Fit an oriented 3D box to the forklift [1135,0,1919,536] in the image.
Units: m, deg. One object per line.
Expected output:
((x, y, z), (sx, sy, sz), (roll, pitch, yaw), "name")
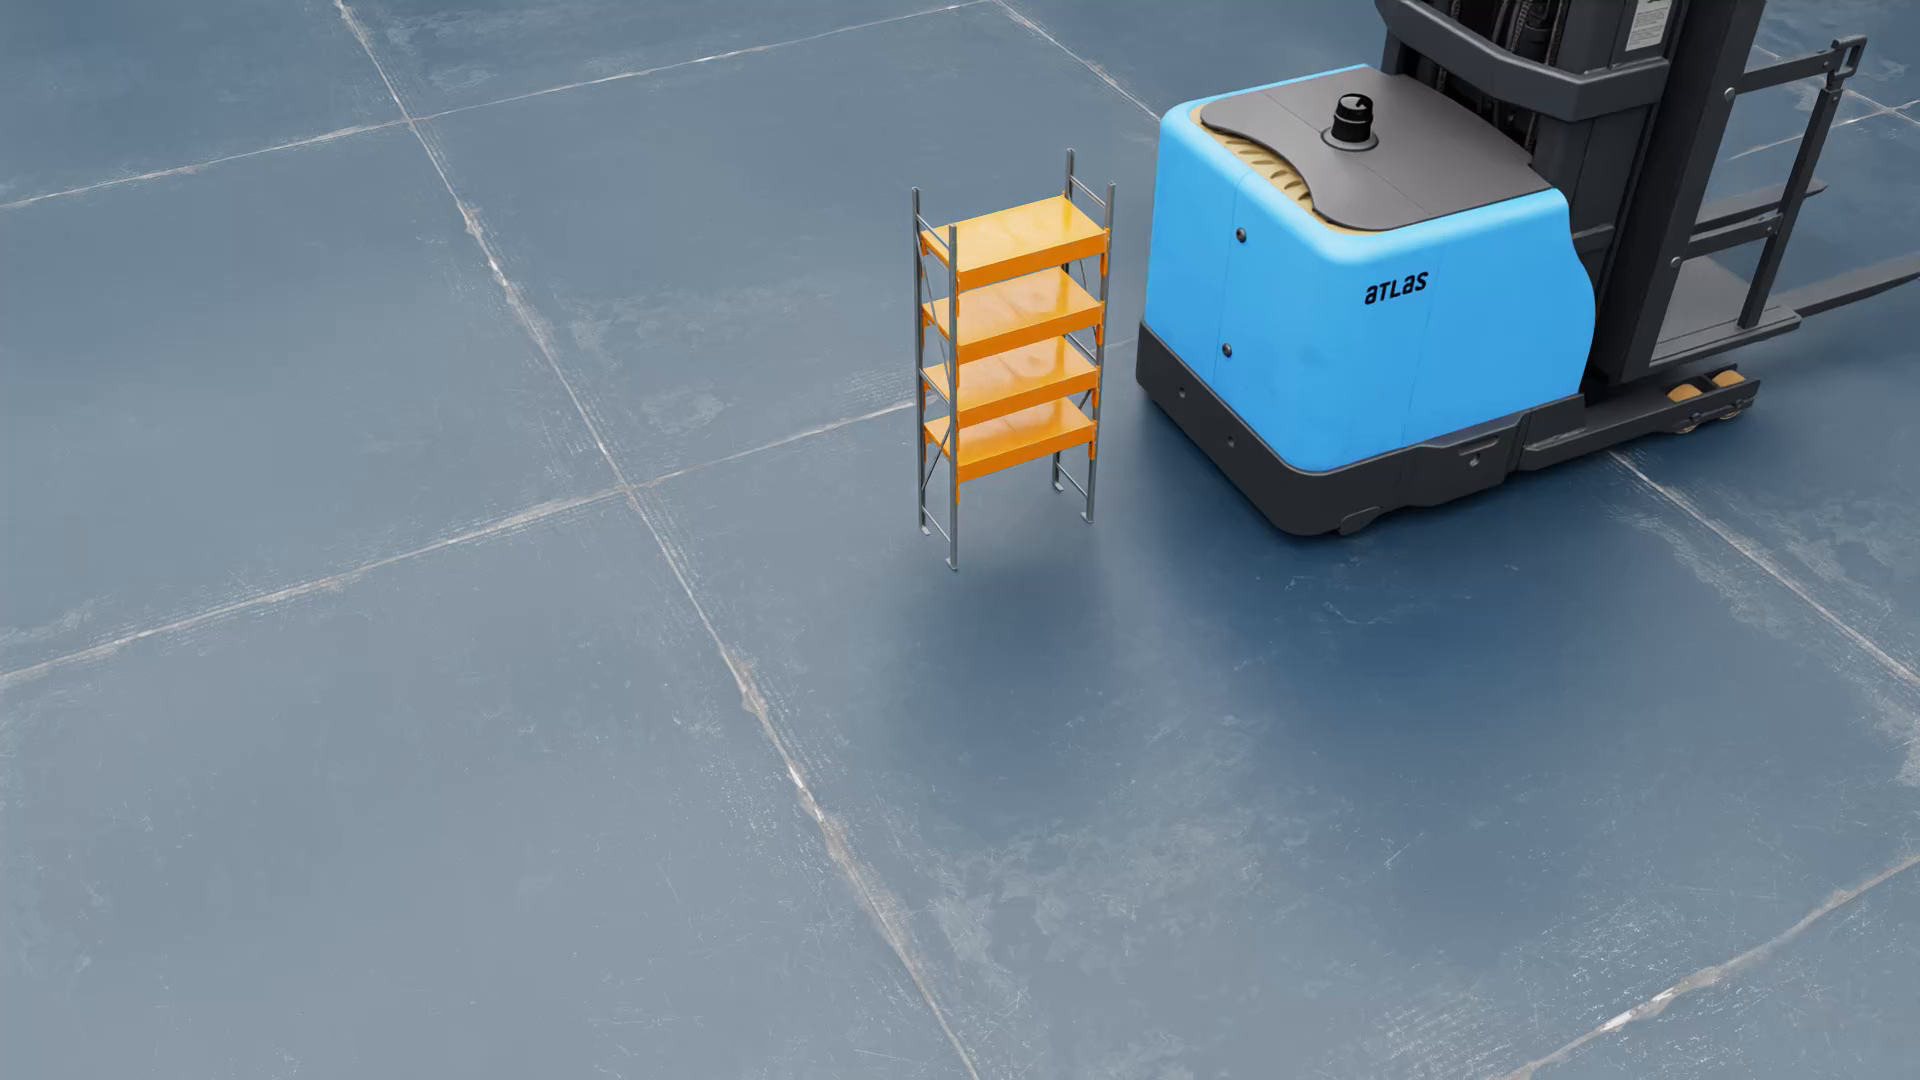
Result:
((2.172, -1.774, 5.078), (3.031, 2.935, 1.130), (-17, 43, -19), "forklift")

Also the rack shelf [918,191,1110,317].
((0.147, -0.807, 4.667), (0.480, 0.148, 0.258), (-19, 44, -21), "rack shelf")

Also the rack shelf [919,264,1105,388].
((0.147, -0.627, 4.820), (0.480, 0.148, 0.258), (-19, 44, -21), "rack shelf")

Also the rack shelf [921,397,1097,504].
((0.147, -0.304, 5.092), (0.480, 0.148, 0.258), (-19, 44, -21), "rack shelf")

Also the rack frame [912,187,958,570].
((-0.070, -0.435, 4.835), (0.015, 1.200, 0.240), (-19, 44, -21), "rack frame")

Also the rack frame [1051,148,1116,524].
((0.363, -0.580, 5.007), (0.015, 1.200, 0.240), (-19, 44, -21), "rack frame")

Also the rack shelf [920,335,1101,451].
((0.147, -0.456, 4.964), (0.480, 0.148, 0.258), (-19, 44, -21), "rack shelf")

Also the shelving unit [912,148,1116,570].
((0.147, -0.507, 4.921), (0.503, 1.200, 0.258), (-19, 44, -21), "shelving unit")
